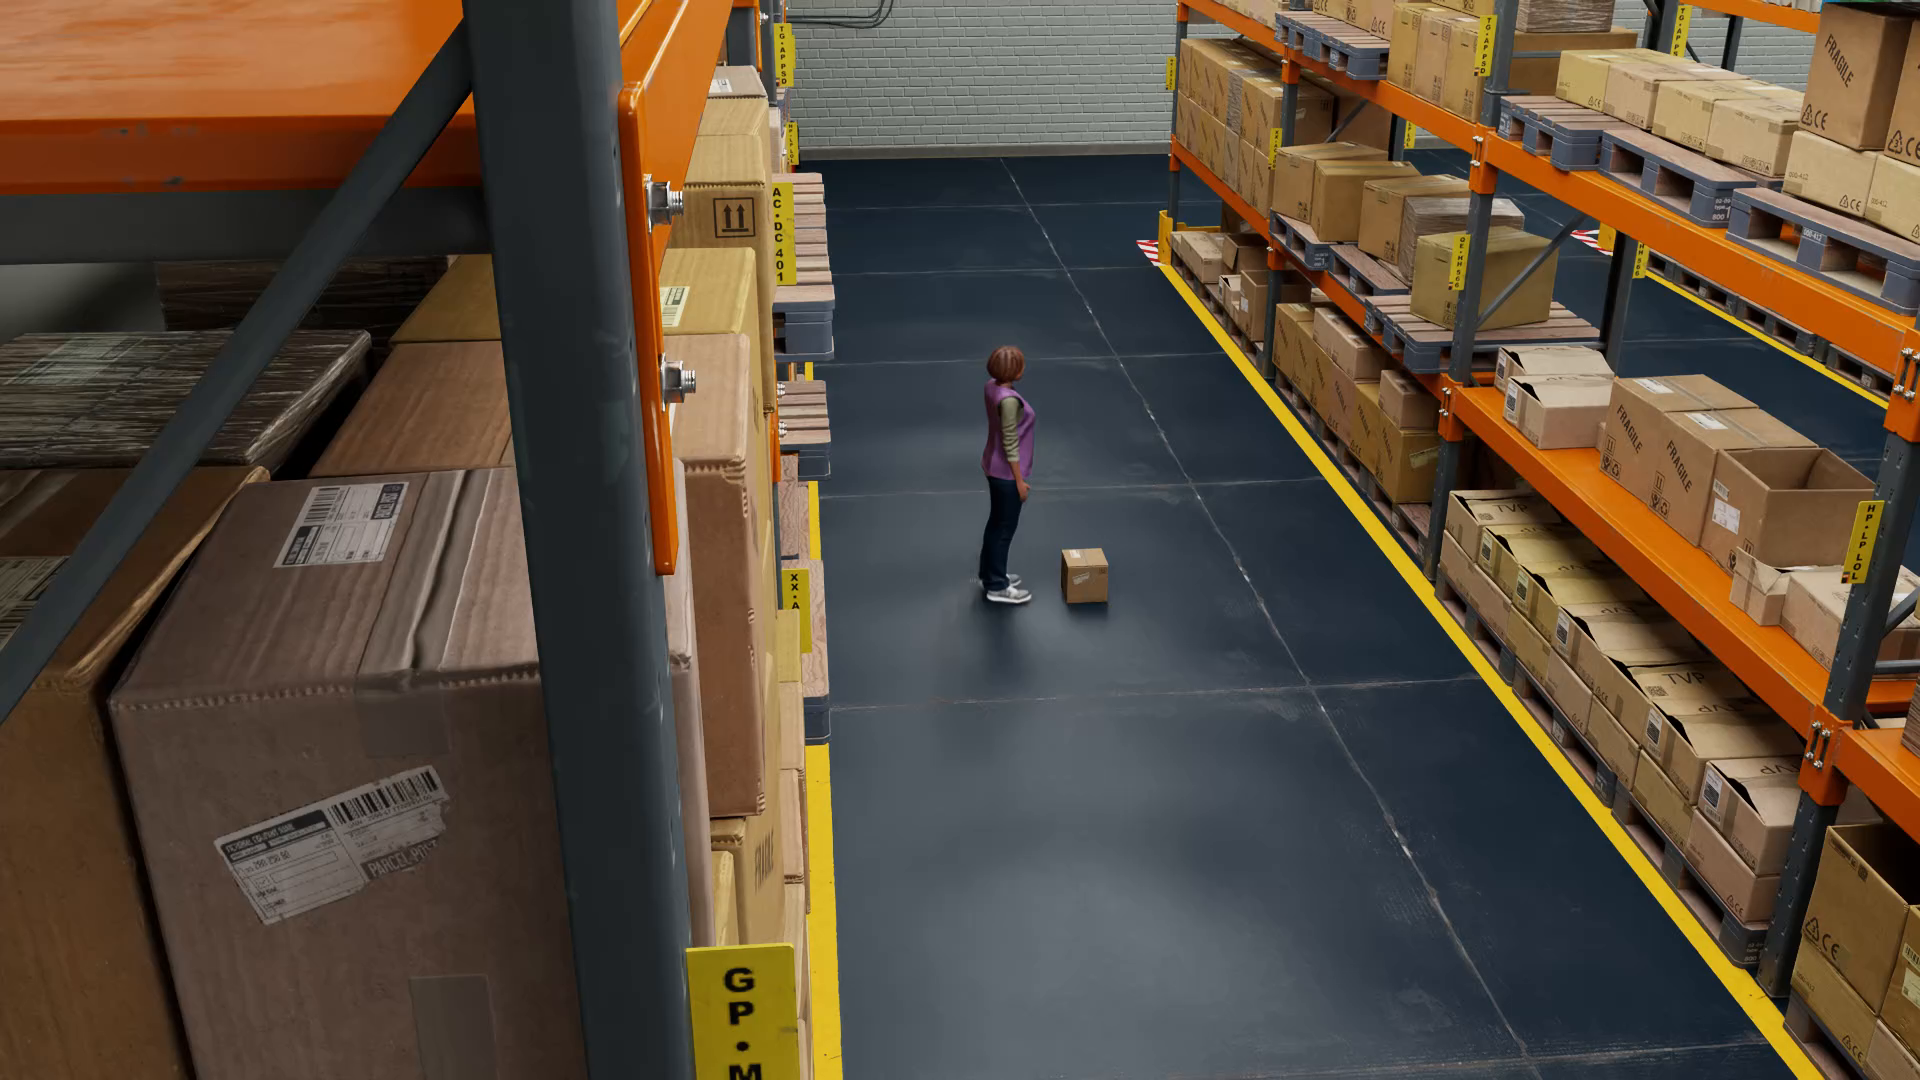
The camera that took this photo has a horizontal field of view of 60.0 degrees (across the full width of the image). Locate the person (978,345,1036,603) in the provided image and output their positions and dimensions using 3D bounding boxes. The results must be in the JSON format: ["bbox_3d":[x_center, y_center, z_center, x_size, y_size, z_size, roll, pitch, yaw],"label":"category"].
[{"bbox_3d":[0.277,-0.398,9.954,0.312,1.610,0.415,-4,24,-10],"label":"person"}]
